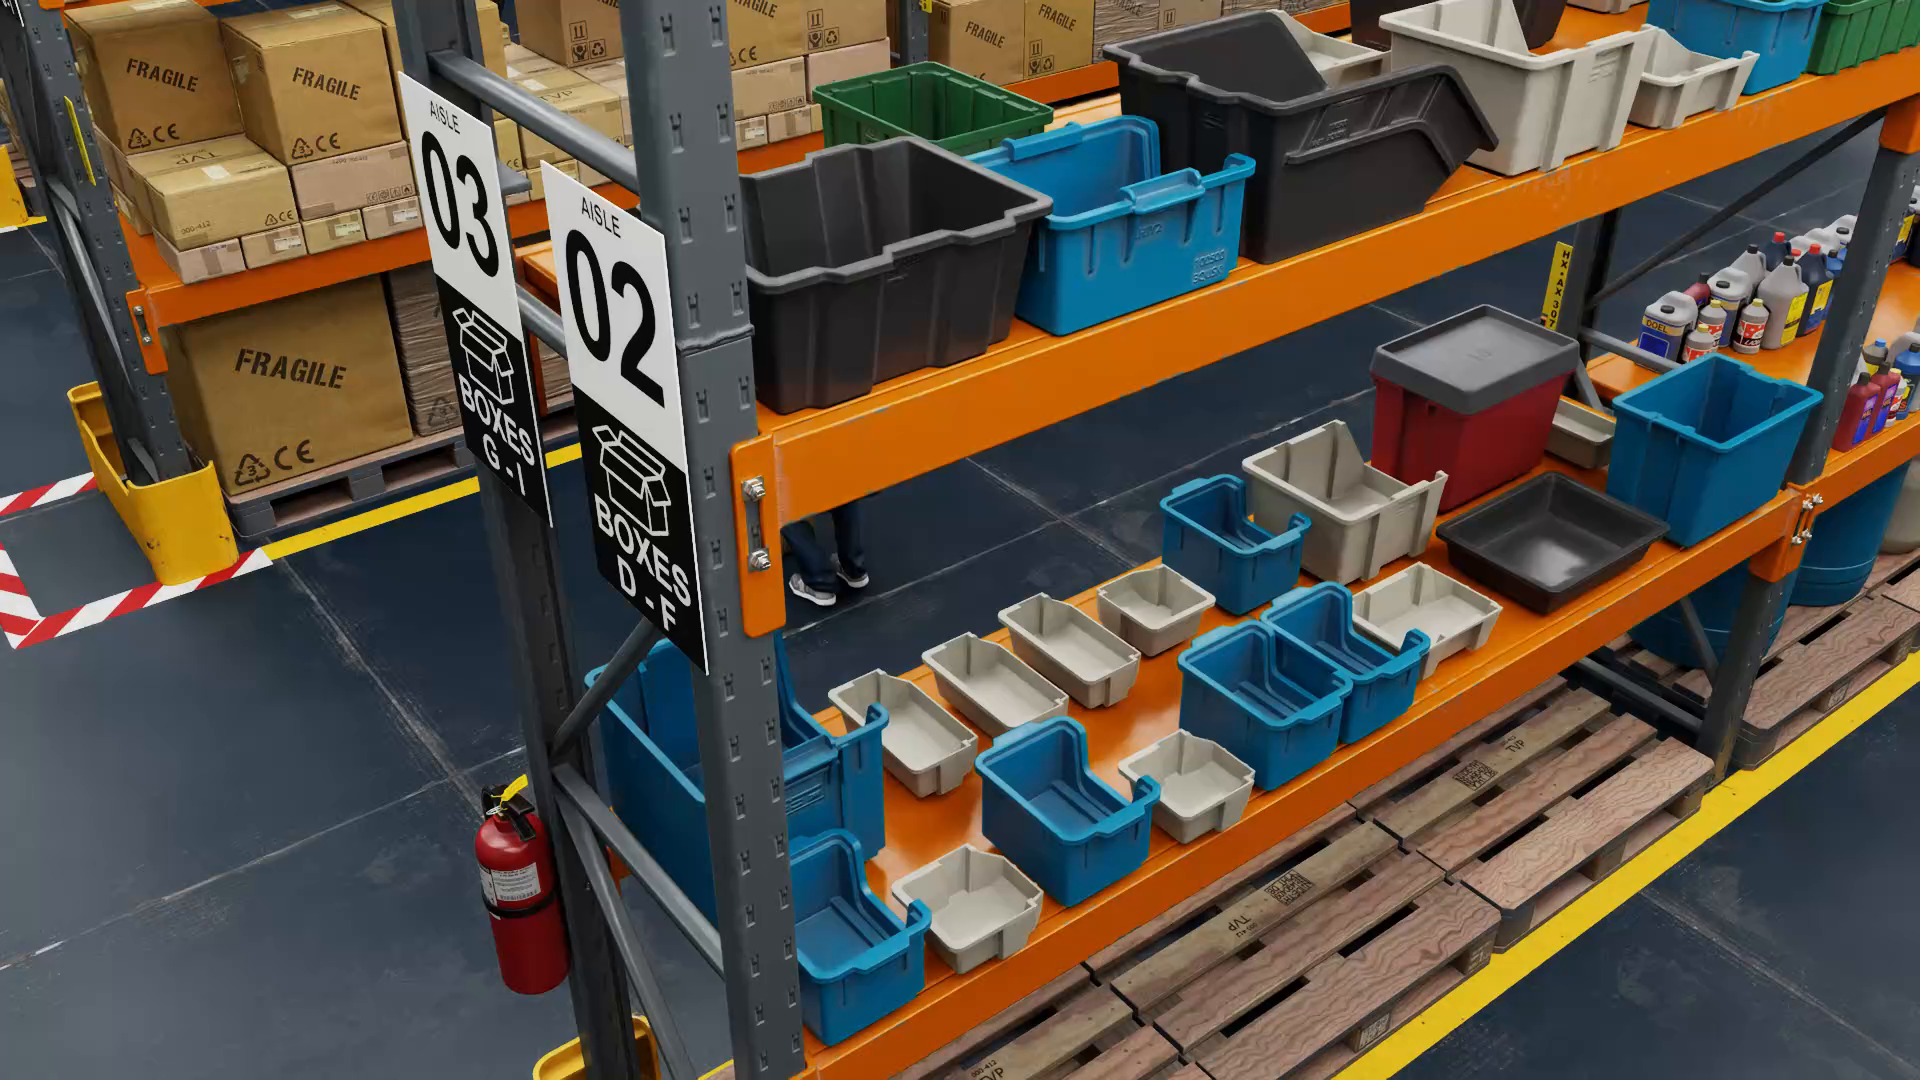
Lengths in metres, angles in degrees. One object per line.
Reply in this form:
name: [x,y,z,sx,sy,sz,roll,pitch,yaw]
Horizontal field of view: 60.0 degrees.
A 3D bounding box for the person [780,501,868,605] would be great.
person: [-0.646,-0.198,7.164,0.425,0.832,0.856,-25,40,-33]
